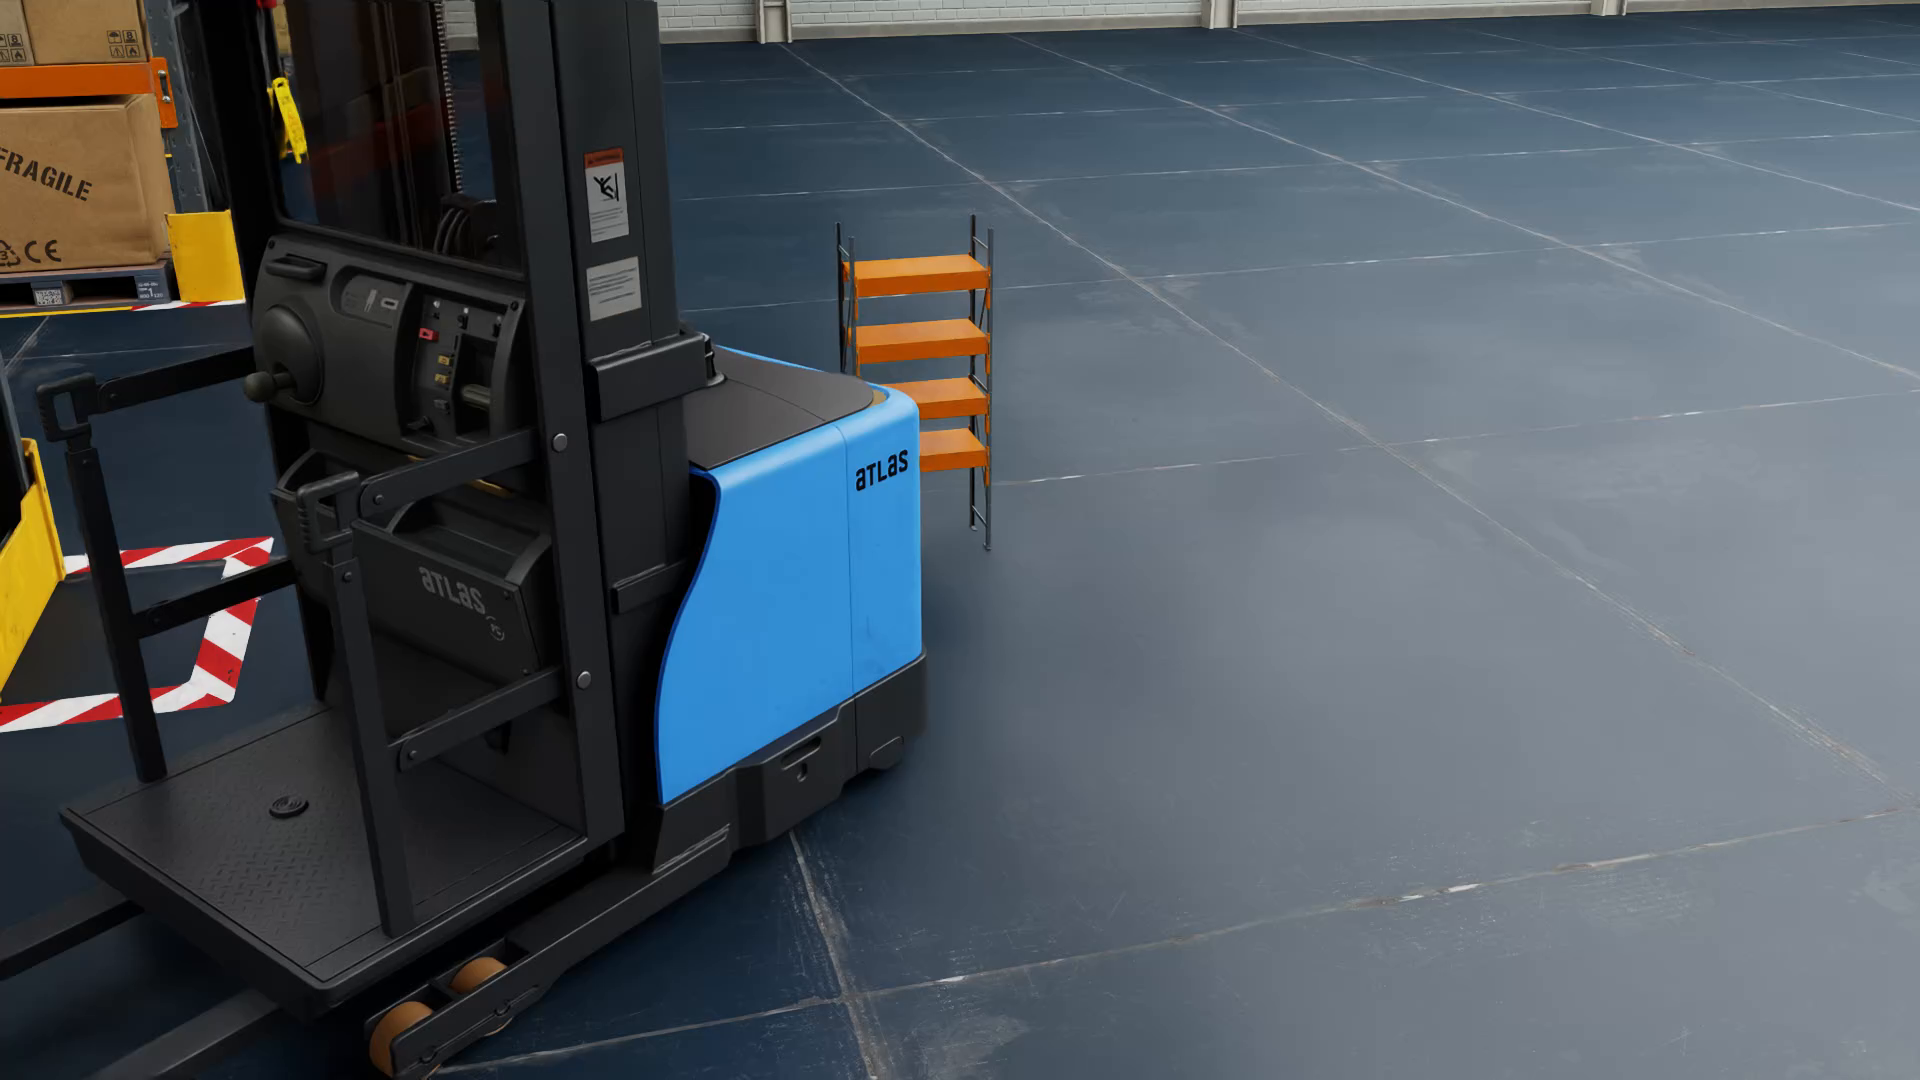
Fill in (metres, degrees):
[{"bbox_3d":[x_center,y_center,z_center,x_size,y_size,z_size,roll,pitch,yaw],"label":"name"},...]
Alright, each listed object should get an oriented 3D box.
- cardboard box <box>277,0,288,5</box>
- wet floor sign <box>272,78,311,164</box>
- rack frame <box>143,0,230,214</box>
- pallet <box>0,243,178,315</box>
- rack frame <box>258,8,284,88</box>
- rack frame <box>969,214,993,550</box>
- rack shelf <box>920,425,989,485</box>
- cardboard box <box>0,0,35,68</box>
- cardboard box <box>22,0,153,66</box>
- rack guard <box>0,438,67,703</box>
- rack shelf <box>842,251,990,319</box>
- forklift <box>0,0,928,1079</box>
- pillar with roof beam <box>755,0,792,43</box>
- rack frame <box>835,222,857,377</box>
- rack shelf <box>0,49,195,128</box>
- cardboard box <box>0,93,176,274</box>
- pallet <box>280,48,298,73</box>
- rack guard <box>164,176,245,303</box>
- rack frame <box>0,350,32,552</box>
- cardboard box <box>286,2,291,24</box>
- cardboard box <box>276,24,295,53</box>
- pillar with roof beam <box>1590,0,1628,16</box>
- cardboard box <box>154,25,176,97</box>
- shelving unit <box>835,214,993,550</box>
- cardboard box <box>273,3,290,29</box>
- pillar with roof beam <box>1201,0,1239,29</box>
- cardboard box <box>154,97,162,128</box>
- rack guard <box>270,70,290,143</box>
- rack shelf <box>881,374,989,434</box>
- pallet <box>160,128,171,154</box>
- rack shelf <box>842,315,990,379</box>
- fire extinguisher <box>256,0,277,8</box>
[{"bbox_3d":[-7.539,-5.917,17.922,0.500,0.250,0.500,-5,24,-13],"label":"cardboard box"},{"bbox_3d":[-5.364,-3.343,13.224,0.232,0.644,0.267,2,23,4],"label":"wet floor sign"},{"bbox_3d":[-4.401,-2.943,9.304,0.127,3.000,1.000,-6,24,-14],"label":"rack frame"},{"bbox_3d":[-5.150,-1.546,9.587,1.213,0.211,1.003,-6,24,-14],"label":"pallet"},{"bbox_3d":[-5.836,-4.811,13.659,0.127,3.000,1.000,-6,24,-14],"label":"rack frame"},{"bbox_3d":[0.076,-0.560,6.033,0.015,1.200,0.240,-6,24,-14],"label":"rack frame"},{"bbox_3d":[-0.159,-0.289,6.077,0.480,0.148,0.258,-6,24,-14],"label":"rack shelf"},{"bbox_3d":[-5.270,-2.888,8.987,0.550,0.550,0.875,-6,24,-14],"label":"cardboard box"},{"bbox_3d":[-4.746,-2.955,9.143,0.550,0.550,0.875,-6,24,-14],"label":"cardboard box"},{"bbox_3d":[-3.232,0.108,5.365,0.348,0.500,1.175,-6,24,-14],"label":"rack guard"},{"bbox_3d":[-0.159,-0.895,5.817,0.480,0.148,0.258,-6,24,-14],"label":"rack shelf"},{"bbox_3d":[-1.393,-0.409,3.485,1.130,2.935,3.031,17,28,34],"label":"forklift"},{"bbox_3d":[-1.154,-8.725,15.172,0.400,9.000,9.100,-6,24,-14],"label":"pillar with roof beam"},{"bbox_3d":[-0.394,-0.508,5.912,0.015,1.200,0.240,-6,24,-14],"label":"rack frame"},{"bbox_3d":[-6.327,-2.399,8.950,4.000,0.370,1.077,-6,24,-14],"label":"rack shelf"},{"bbox_3d":[-5.036,-2.062,9.414,0.875,0.875,0.875,-6,24,-14],"label":"cardboard box"},{"bbox_3d":[-7.905,-5.317,18.373,1.213,0.211,1.003,-6,24,-14],"label":"pallet"},{"bbox_3d":[-4.378,-1.797,9.803,0.348,0.500,1.175,-6,24,-14],"label":"rack guard"},{"bbox_3d":[-3.159,-1.049,4.891,0.127,3.000,1.000,-6,24,-14],"label":"rack frame"},{"bbox_3d":[-7.689,-5.883,18.478,0.500,0.250,0.500,-6,24,-13],"label":"cardboard box"},{"bbox_3d":[-7.547,-5.455,18.113,0.500,0.250,0.500,-6,24,-14],"label":"cardboard box"},{"bbox_3d":[10.400,-10.003,18.151,0.400,9.000,9.100,-6,24,-14],"label":"pillar with roof beam"},{"bbox_3d":[-6.537,-3.901,13.541,0.500,0.500,0.500,-6,24,-14],"label":"cardboard box"},{"bbox_3d":[-0.159,-0.534,5.972,0.503,1.200,0.258,-6,24,-14],"label":"shelving unit"},{"bbox_3d":[-7.564,-5.684,18.014,0.500,0.250,0.500,-7,24,-15],"label":"cardboard box"},{"bbox_3d":[4.623,-9.364,16.662,0.400,9.000,9.100,-6,24,-14],"label":"pillar with roof beam"},{"bbox_3d":[-6.564,-3.550,13.674,0.500,0.250,0.500,-6,24,-15],"label":"cardboard box"},{"bbox_3d":[-5.909,-3.655,14.133,0.348,0.500,1.175,-6,24,-14],"label":"rack guard"},{"bbox_3d":[-0.159,-0.472,5.999,0.480,0.148,0.258,-6,24,-14],"label":"rack shelf"},{"bbox_3d":[-6.701,-3.449,14.020,1.213,0.211,1.003,-6,24,-14],"label":"pallet"},{"bbox_3d":[-0.159,-0.677,5.911,0.480,0.148,0.258,-6,24,-14],"label":"rack shelf"},{"bbox_3d":[-5.601,-4.613,13.295,0.183,0.674,0.296,-6,24,-14],"label":"fire extinguisher"}]
